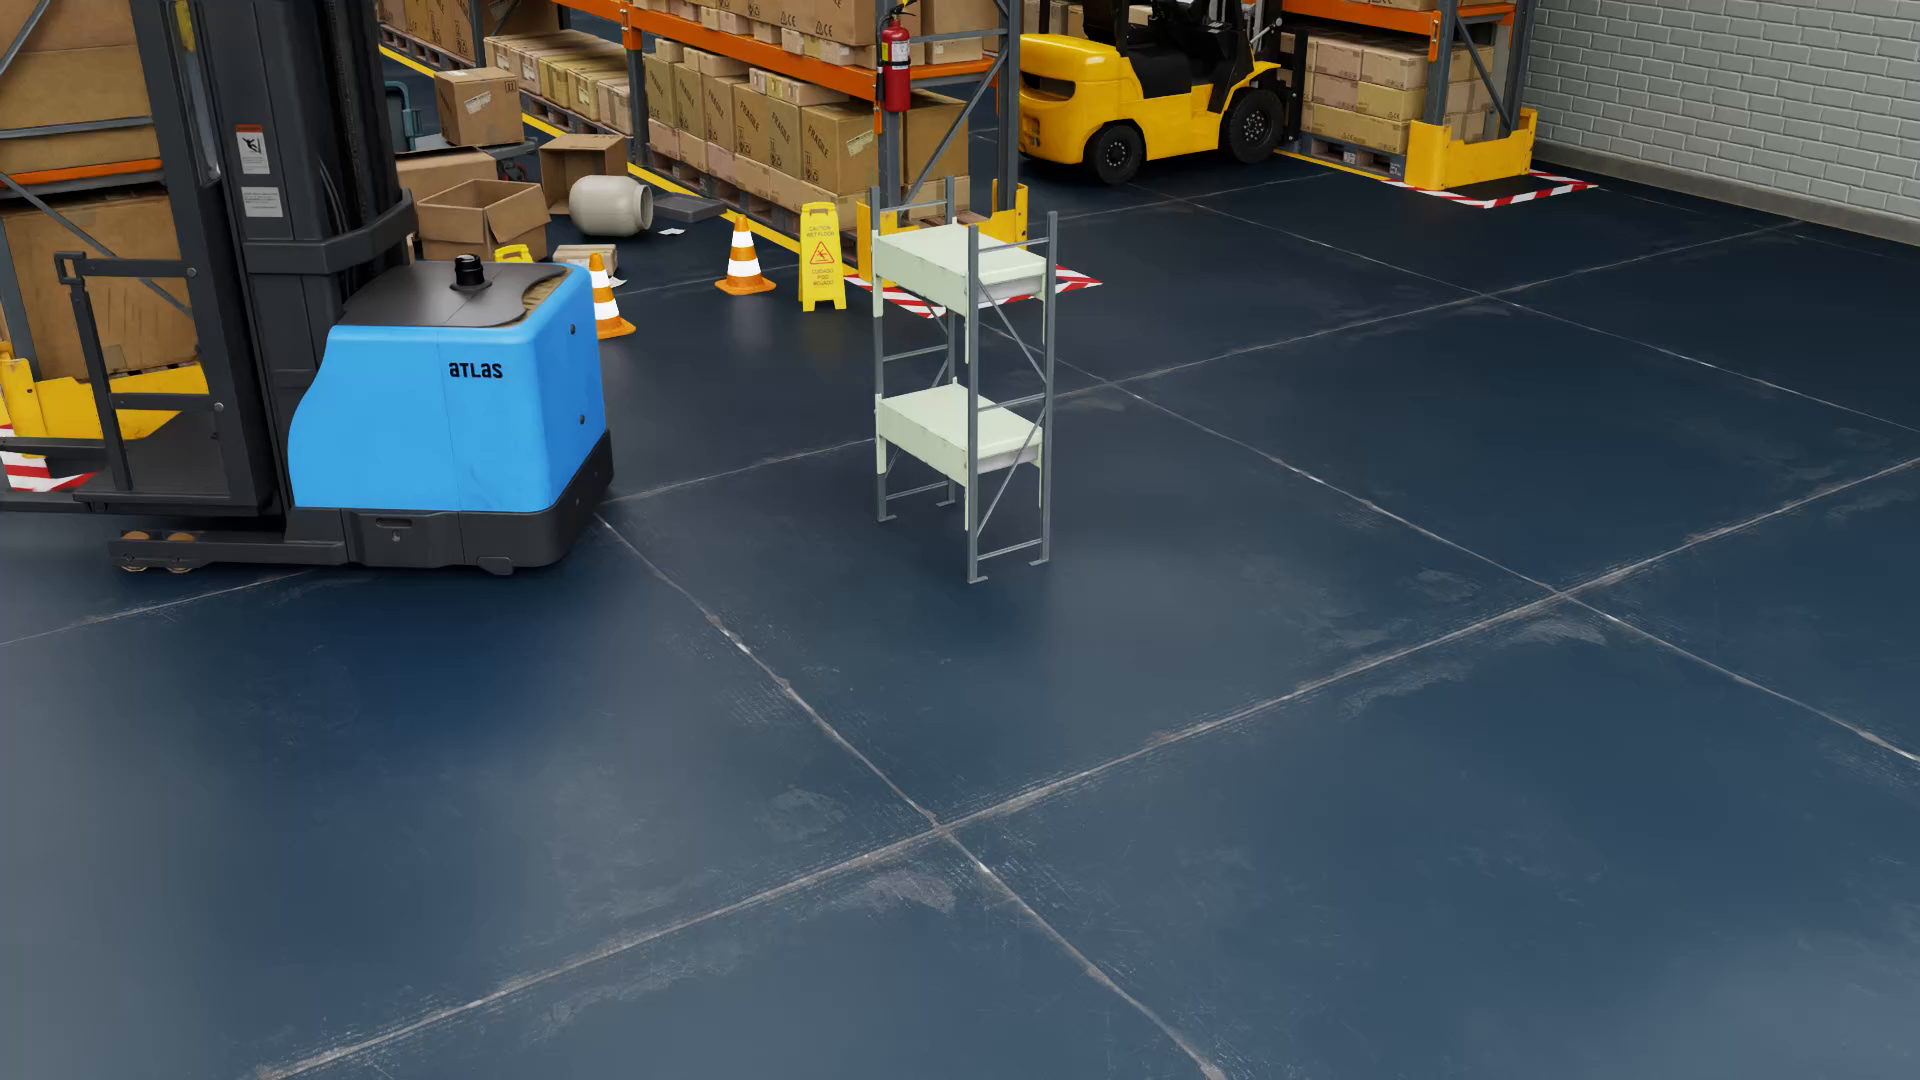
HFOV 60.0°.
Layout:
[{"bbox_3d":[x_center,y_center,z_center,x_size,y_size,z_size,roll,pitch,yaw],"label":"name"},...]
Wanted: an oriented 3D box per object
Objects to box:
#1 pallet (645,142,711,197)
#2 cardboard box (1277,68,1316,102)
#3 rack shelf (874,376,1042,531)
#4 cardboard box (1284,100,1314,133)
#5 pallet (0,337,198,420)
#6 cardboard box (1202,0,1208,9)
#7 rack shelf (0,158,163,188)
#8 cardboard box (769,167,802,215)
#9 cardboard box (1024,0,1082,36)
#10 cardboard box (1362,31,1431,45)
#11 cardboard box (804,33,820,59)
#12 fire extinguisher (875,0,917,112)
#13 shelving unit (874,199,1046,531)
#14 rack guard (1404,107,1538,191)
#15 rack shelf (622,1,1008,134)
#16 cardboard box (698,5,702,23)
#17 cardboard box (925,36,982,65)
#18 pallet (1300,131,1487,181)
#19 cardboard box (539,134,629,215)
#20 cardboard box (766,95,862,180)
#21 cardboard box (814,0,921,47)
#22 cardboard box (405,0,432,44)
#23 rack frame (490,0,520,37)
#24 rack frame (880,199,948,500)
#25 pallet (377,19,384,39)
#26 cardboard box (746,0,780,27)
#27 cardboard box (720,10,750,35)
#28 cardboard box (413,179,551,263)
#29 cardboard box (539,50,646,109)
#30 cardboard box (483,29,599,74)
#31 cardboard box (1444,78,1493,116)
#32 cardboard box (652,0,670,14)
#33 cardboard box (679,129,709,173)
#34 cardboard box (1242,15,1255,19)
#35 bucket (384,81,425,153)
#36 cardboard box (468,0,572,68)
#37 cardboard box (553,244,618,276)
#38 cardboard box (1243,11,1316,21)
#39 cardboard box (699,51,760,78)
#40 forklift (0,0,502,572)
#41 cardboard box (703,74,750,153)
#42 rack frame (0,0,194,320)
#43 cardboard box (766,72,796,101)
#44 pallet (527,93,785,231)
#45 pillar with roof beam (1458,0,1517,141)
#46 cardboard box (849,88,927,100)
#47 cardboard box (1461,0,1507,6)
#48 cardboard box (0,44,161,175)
[{"bbox_3d":[-1.853,-3.075,13.516,1.003,0.211,1.213,-16,29,-30],"label":"pallet"},{"bbox_3d":[0.982,-5.520,17.399,0.979,0.399,8.696,-15,29,-29],"label":"cardboard box"},{"bbox_3d":[0.004,-0.381,7.064,0.431,0.370,0.720,-16,29,-30],"label":"rack shelf"},{"bbox_3d":[3.040,-3.697,14.297,0.500,0.250,0.500,-15,29,-29],"label":"cardboard box"},{"bbox_3d":[-4.660,-0.954,9.024,1.003,0.211,1.213,-16,29,-30],"label":"pallet"},{"bbox_3d":[2.338,-4.994,15.872,0.500,0.250,0.500,-15,29,-29],"label":"cardboard box"},{"bbox_3d":[-5.250,-2.458,9.474,0.919,0.052,3.809,-16,29,-30],"label":"rack shelf"},{"bbox_3d":[-1.009,-2.497,11.755,0.500,0.250,0.500,-15,29,-29],"label":"cardboard box"},{"bbox_3d":[1.196,-5.305,17.265,0.875,0.625,0.625,-16,30,-30],"label":"cardboard box"},{"bbox_3d":[3.711,-4.088,13.953,0.500,0.250,0.500,-15,29,-29],"label":"cardboard box"},{"bbox_3d":[-0.803,-3.269,10.955,0.380,0.149,0.250,-16,30,-30],"label":"cardboard box"},{"bbox_3d":[-0.390,-2.954,10.084,0.296,0.674,0.183,-16,29,-30],"label":"fire extinguisher"},{"bbox_3d":[0.001,-0.678,6.929,0.431,1.308,0.731,-16,29,-30],"label":"shelving unit"},{"bbox_3d":[4.104,-3.156,13.351,1.175,0.500,0.348,-16,29,-30],"label":"rack guard"},{"bbox_3d":[-1.158,-3.527,12.051,1.077,0.370,4.000,-16,29,-30],"label":"rack shelf"},{"bbox_3d":[-1.717,-3.916,12.326,0.380,0.149,0.250,-16,29,-30],"label":"cardboard box"},{"bbox_3d":[-0.078,-3.193,10.795,0.380,0.149,0.250,-15,29,-29],"label":"cardboard box"},{"bbox_3d":[3.638,-3.298,13.989,1.003,0.211,1.213,-16,29,-30],"label":"pallet"},{"bbox_3d":[-2.805,-2.738,12.462,0.500,0.500,0.500,3,25,6],"label":"cardboard box"},{"bbox_3d":[-1.010,-2.835,11.591,0.500,0.500,0.500,-14,29,-28],"label":"cardboard box"},{"bbox_3d":[-0.593,-3.447,10.572,0.500,0.500,0.500,-16,30,-30],"label":"cardboard box"},{"bbox_3d":[-5.712,-6.134,18.727,0.875,0.875,0.875,-15,29,-28],"label":"cardboard box"},{"bbox_3d":[-4.430,-5.999,16.445,0.949,2.616,0.053,-16,29,-30],"label":"rack frame"},{"bbox_3d":[-0.195,-0.807,7.203,0.380,1.308,0.010,-16,29,-30],"label":"rack frame"},{"bbox_3d":[-6.966,-6.459,20.684,1.003,0.211,1.213,-16,29,-30],"label":"pallet"},{"bbox_3d":[-1.133,-3.807,11.335,0.500,0.500,0.500,-16,29,-30],"label":"cardboard box"},{"bbox_3d":[-1.495,-3.724,11.918,0.380,0.149,0.250,-16,29,-30],"label":"cardboard box"},{"bbox_3d":[-3.146,-2.047,10.996,0.637,0.503,0.797,7,26,15],"label":"cardboard box"},{"bbox_3d":[-3.314,-4.261,15.349,0.950,0.372,0.625,-14,29,-28],"label":"cardboard box"},{"bbox_3d":[-4.133,-4.796,16.482,0.950,0.372,0.625,-18,31,-33],"label":"cardboard box"},{"bbox_3d":[4.008,-3.684,13.684,0.500,0.250,0.500,-15,29,-29],"label":"cardboard box"},{"bbox_3d":[-2.165,-4.189,12.903,0.380,0.149,0.250,-15,29,-28],"label":"cardboard box"},{"bbox_3d":[-1.853,-3.052,12.931,0.500,0.250,0.500,-14,29,-27],"label":"cardboard box"},{"bbox_3d":[2.460,-4.518,14.865,0.500,0.250,0.500,-14,29,-28],"label":"cardboard box"},{"bbox_3d":[-4.336,-3.074,12.302,0.726,0.611,0.620,-6,16,-12],"label":"bucket"},{"bbox_3d":[-12.976,-2.049,7.713,26.055,3.310,5.793,-17,30,-32],"label":"cardboard box"},{"bbox_3d":[-2.474,-1.846,10.986,0.380,0.149,0.250,-1,25,-3],"label":"cardboard box"},{"bbox_3d":[2.892,-4.632,15.106,0.500,0.250,0.500,-15,29,-29],"label":"cardboard box"},{"bbox_3d":[-1.704,-3.535,12.316,0.380,0.149,0.250,-14,29,-27],"label":"cardboard box"},{"bbox_3d":[-3.141,-1.412,6.807,3.031,2.935,1.121,2,25,3],"label":"forklift"},{"bbox_3d":[-1.570,-3.205,12.376,0.500,0.500,0.500,-14,29,-27],"label":"cardboard box"},{"bbox_3d":[-4.161,-1.947,7.860,0.949,2.616,0.053,-16,29,-30],"label":"rack frame"},{"bbox_3d":[-1.113,-3.148,11.496,0.380,0.149,0.250,-15,29,-29],"label":"cardboard box"},{"bbox_3d":[-2.265,-3.330,14.057,1.045,0.211,5.110,-16,29,-30],"label":"pallet"},{"bbox_3d":[0.859,-6.464,10.402,9.100,9.000,0.400,-16,29,-30],"label":"pillar with roof beam"},{"bbox_3d":[-0.577,-2.970,11.879,0.500,0.500,0.500,-17,30,-31],"label":"cardboard box"},{"bbox_3d":[4.053,-4.582,13.326,0.500,0.500,0.500,-14,29,-28],"label":"cardboard box"},{"bbox_3d":[-4.399,-2.138,8.088,0.875,0.550,0.550,-16,29,-30],"label":"cardboard box"}]
